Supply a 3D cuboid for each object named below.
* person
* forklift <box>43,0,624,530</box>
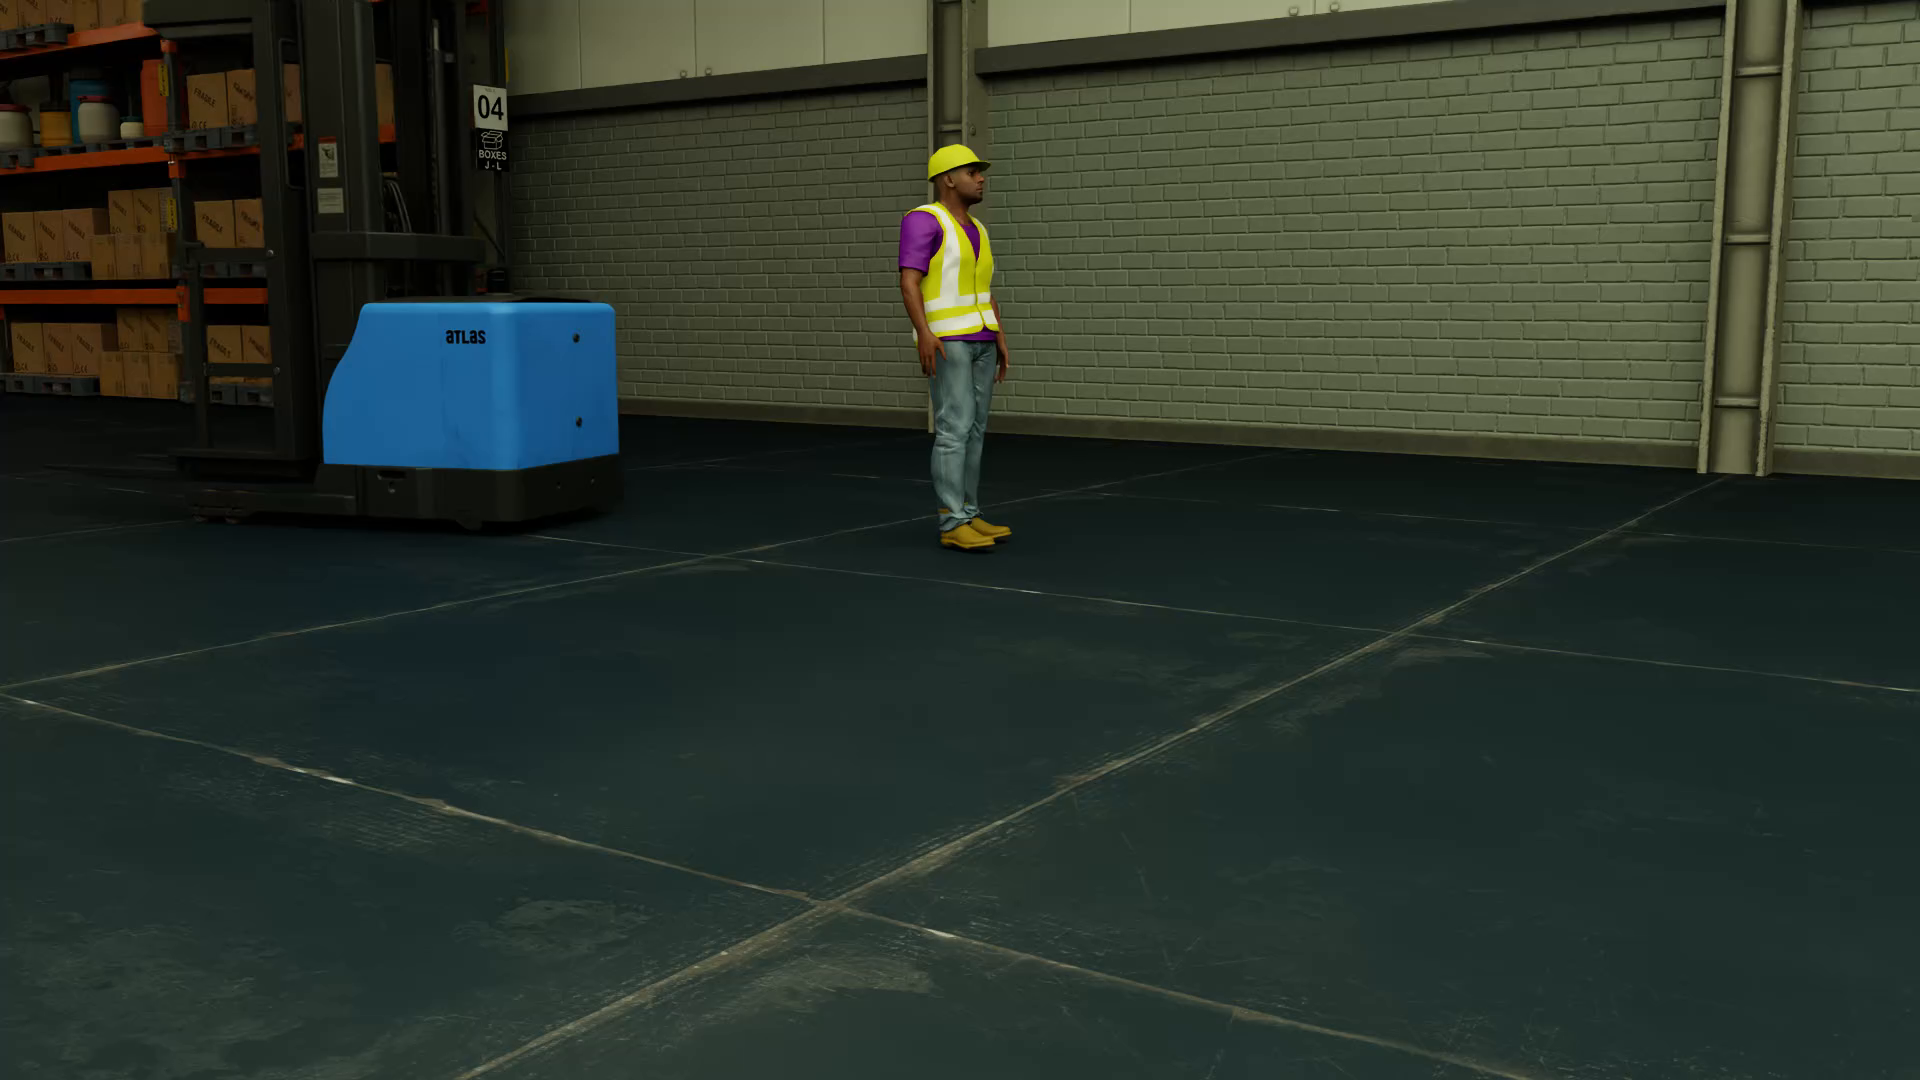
[{"bbox_3d":[0.055,-0.875,7.435,0.575,1.768,0.666,5,10,34],"label":"person"},{"bbox_3d":[-3.305,-1.597,8.421,3.031,2.935,1.130,3,9,19],"label":"forklift"}]
